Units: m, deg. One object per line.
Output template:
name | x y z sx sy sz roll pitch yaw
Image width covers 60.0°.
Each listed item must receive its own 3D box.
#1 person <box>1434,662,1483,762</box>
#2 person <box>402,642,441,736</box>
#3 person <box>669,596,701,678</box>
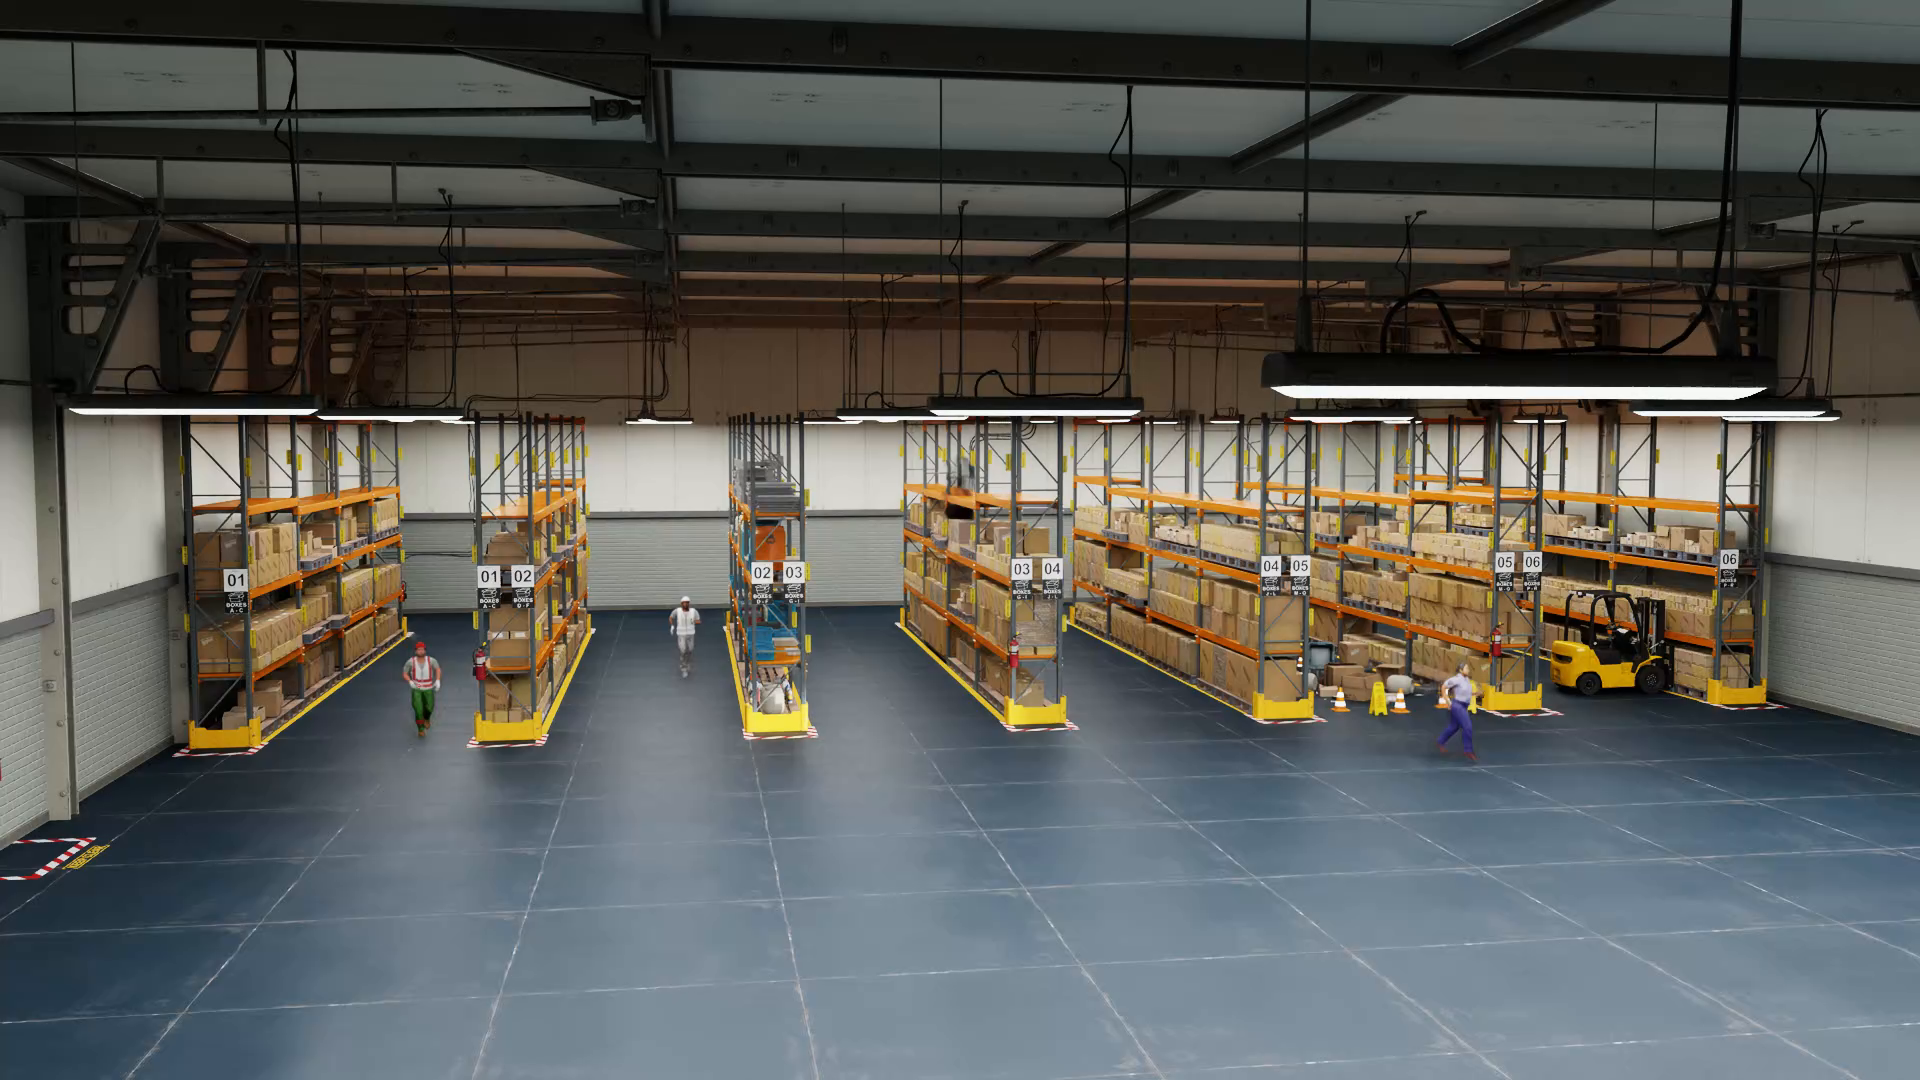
person | 8.592 2.941 28.678 0.838 1.694 0.580 3 5 33
person | -9.947 2.759 30.775 0.690 1.746 0.619 -2 4 -24
person | -6.321 2.206 38.339 0.671 1.819 0.897 -1 4 -20
